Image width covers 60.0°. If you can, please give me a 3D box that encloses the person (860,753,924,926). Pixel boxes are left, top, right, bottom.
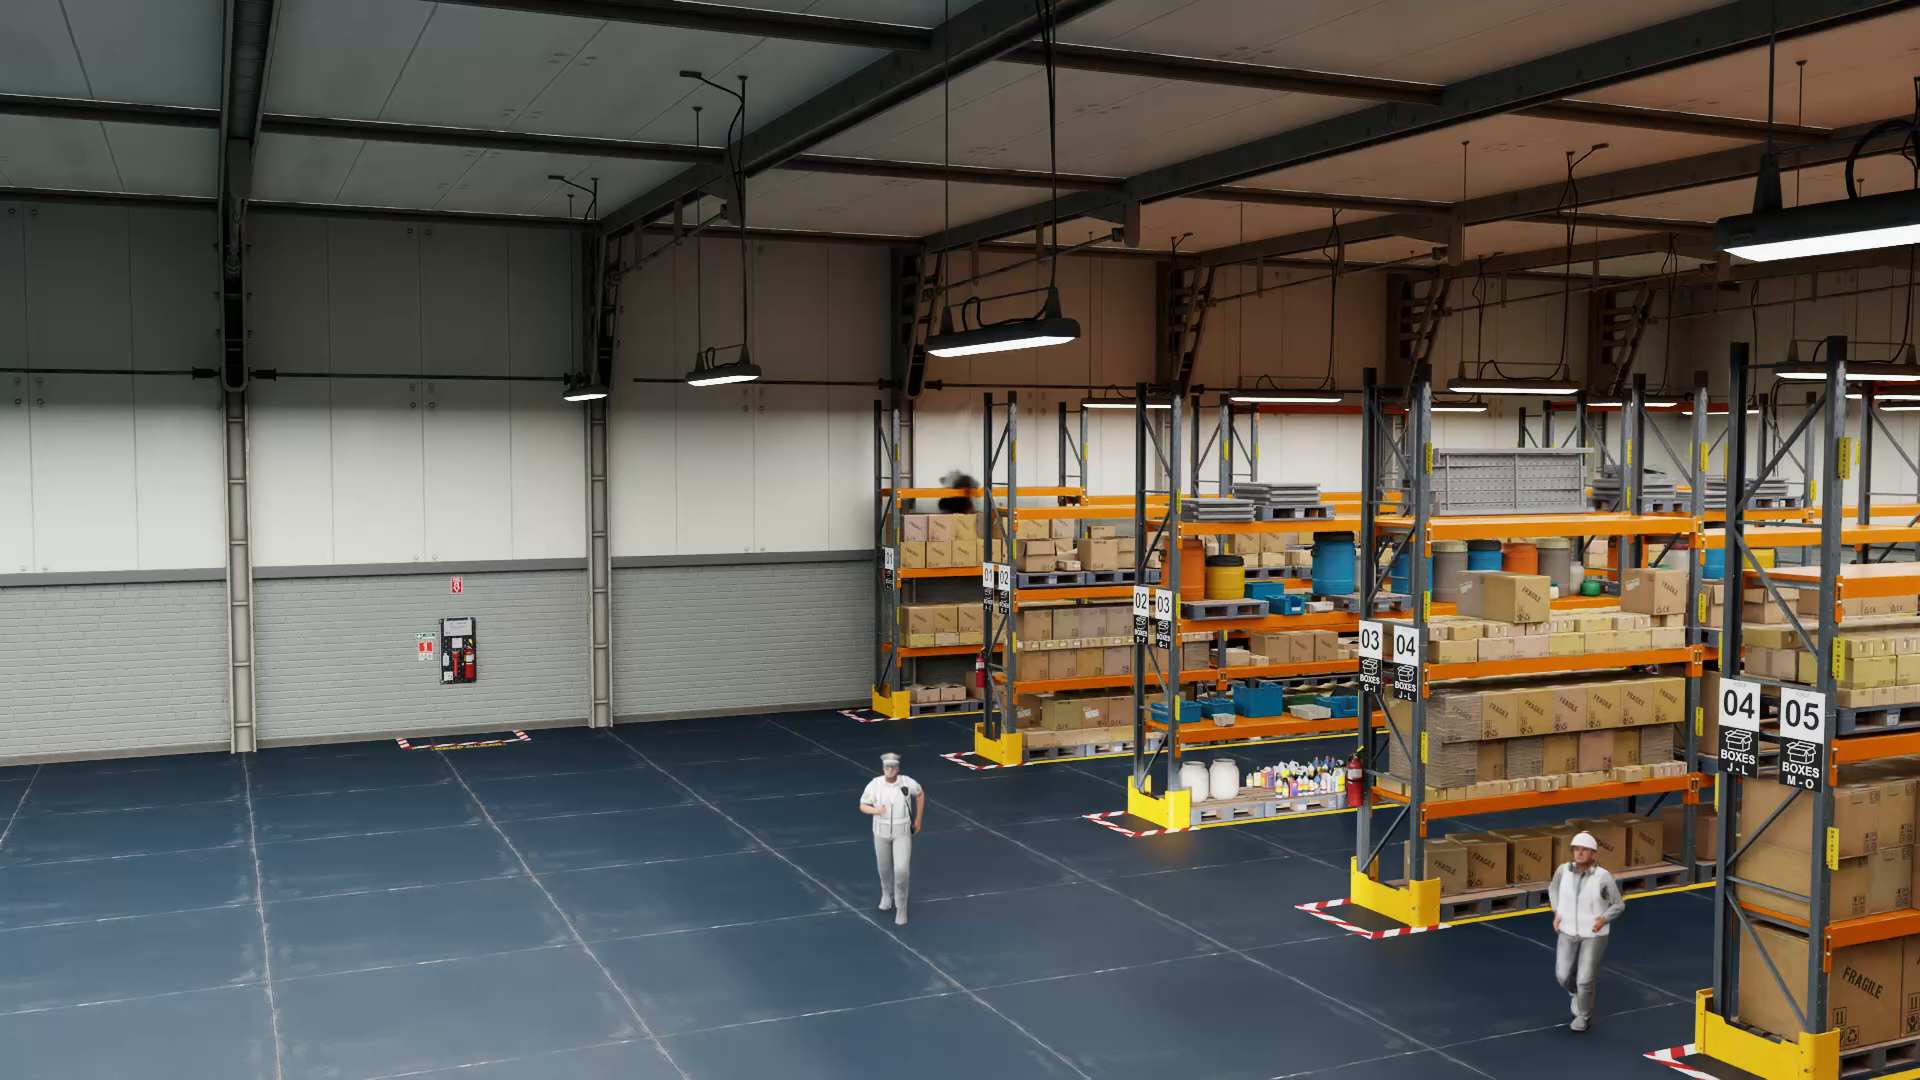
[{"bbox_3d":[-0.746,3.227,18.129,0.678,1.853,0.811,0,3,3],"label":"person"}]

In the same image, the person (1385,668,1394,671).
[{"bbox_3d":[8.741,2.456,33.377,0.549,1.560,0.541,-2,4,-30],"label":"person"}]

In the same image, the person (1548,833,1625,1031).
[{"bbox_3d":[5.488,3.447,14.673,0.688,1.730,0.594,3,4,37],"label":"person"}]
